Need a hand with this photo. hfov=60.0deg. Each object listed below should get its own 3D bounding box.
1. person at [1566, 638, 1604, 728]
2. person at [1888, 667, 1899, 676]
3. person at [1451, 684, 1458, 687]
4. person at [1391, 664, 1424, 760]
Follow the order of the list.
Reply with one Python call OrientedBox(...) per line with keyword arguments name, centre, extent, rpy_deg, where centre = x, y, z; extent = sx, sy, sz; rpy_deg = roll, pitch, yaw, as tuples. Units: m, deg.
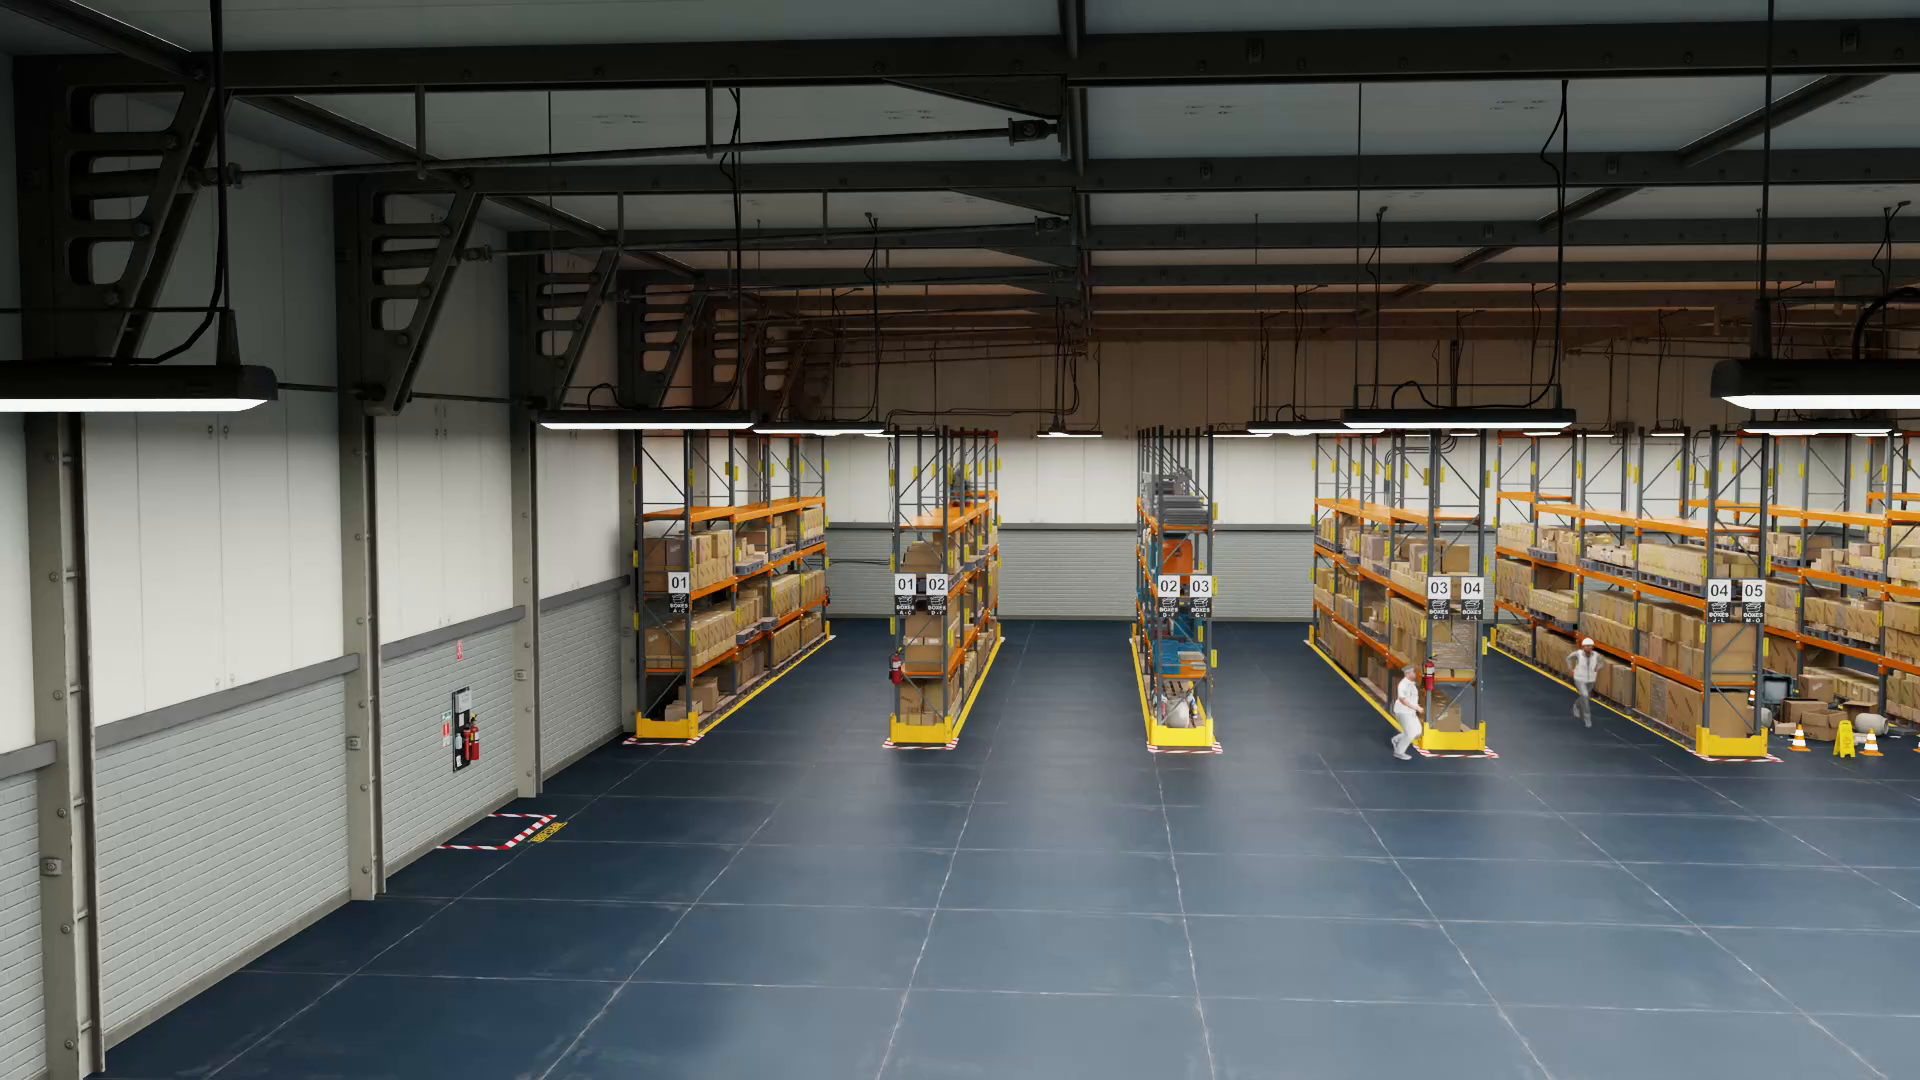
OrientedBox(name="person", centre=(12.588, 2.841, 33.553), extent=(0.658, 1.787, 1.022), rpy_deg=(0, 3, -2))
OrientedBox(name="person", centre=(21.286, 2.656, 37.740), extent=(0.609, 1.655, 0.669), rpy_deg=(0, 3, 1))
OrientedBox(name="person", centre=(11.582, 2.535, 38.848), extent=(0.717, 1.739, 0.652), rpy_deg=(1, 3, 8))
OrientedBox(name="person", centre=(8.045, 3.071, 29.870), extent=(0.633, 1.719, 0.690), rpy_deg=(2, 4, 29))
